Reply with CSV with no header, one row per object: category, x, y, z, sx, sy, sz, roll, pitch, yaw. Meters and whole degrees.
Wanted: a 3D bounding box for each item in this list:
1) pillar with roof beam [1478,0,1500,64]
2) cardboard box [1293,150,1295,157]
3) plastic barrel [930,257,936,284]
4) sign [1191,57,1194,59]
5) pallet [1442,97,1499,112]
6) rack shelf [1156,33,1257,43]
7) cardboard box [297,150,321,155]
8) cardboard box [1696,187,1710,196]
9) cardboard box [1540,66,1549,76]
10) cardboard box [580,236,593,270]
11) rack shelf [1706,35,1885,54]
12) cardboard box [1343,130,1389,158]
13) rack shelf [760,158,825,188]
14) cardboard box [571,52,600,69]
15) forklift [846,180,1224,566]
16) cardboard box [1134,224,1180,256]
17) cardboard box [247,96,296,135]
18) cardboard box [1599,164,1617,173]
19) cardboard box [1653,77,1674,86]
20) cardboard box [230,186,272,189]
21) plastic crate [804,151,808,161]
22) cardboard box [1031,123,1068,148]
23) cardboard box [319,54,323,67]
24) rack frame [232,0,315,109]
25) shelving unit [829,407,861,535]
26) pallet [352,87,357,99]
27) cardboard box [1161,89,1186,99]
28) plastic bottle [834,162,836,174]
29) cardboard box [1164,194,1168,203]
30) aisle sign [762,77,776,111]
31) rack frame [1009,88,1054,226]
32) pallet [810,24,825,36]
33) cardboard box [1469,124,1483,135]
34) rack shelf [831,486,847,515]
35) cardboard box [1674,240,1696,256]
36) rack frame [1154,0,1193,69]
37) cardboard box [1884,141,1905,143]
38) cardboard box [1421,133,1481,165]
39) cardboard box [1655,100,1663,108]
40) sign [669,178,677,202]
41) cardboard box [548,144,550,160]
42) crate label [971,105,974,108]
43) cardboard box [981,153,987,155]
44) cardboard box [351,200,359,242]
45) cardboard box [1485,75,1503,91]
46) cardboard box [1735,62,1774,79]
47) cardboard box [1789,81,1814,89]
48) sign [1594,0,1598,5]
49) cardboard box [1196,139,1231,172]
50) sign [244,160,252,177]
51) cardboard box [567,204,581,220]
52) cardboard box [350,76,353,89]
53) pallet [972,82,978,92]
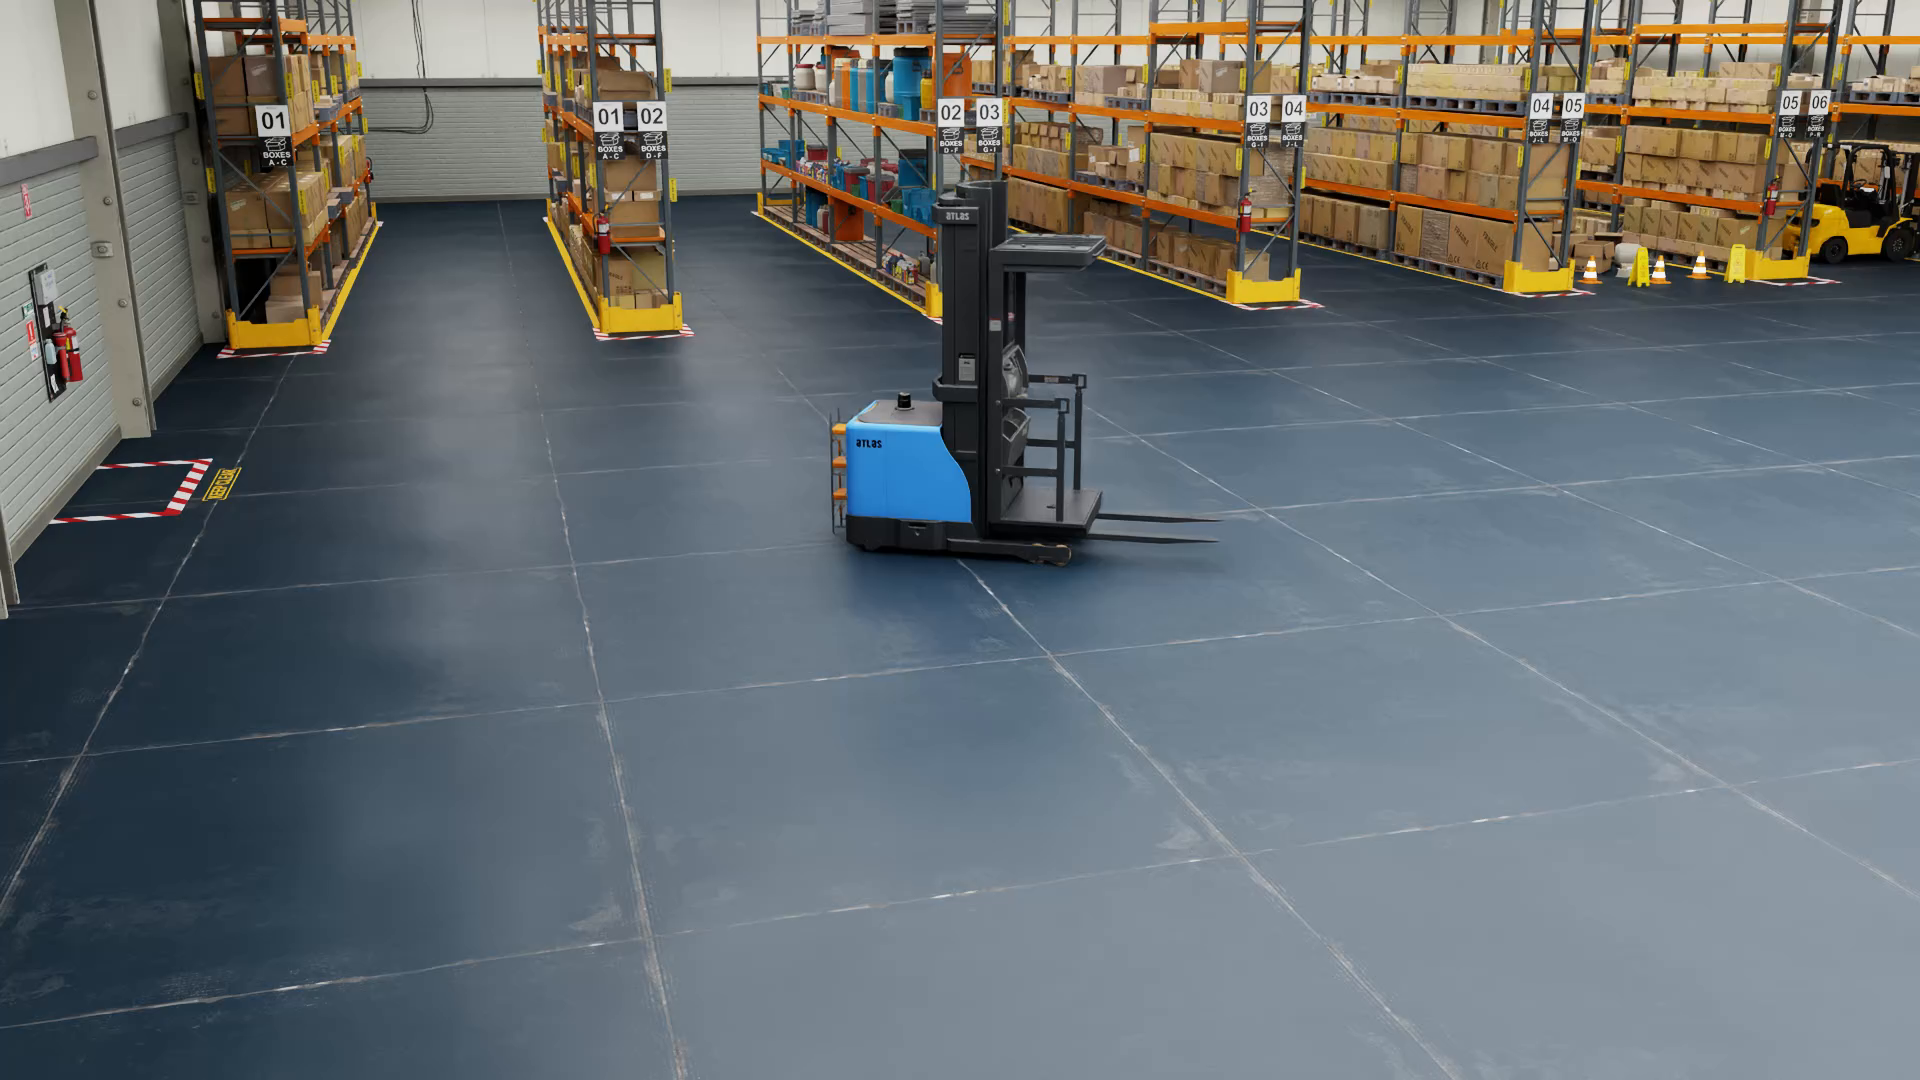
pillar with roof beam,10.787,-14.231,45.686,9.100,9.000,0.400,-5,17,-15
cardboard box,6.922,-8.179,35.158,0.380,0.149,0.250,-4,17,-14
plastic barrel,-0.257,-4.211,26.352,0.421,0.512,0.421,0,17,0
sign,5.836,-11.967,41.825,0.100,0.325,0.005,-5,17,-15
pallet,9.142,-7.579,28.910,1.003,0.211,1.213,-5,17,-15
rack shelf,5.847,-12.042,39.656,1.077,0.370,4.000,-5,17,-15
cardboard box,-11.465,-6.793,29.285,0.380,0.149,0.250,-7,18,-22
cardboard box,13.699,-6.376,30.402,0.380,0.149,0.250,-5,17,-16
cardboard box,9.841,-7.777,27.560,0.380,0.149,0.250,-5,17,-15
cardboard box,-5.901,-4.693,27.108,0.500,0.500,0.500,-5,17,-15
rack shelf,17.549,-10.452,35.052,1.077,0.370,4.000,-5,17,-15
cardboard box,8.034,-7.834,32.908,0.700,0.500,0.500,-5,17,-16
rack shelf,-3.712,-8.415,38.002,1.077,0.370,4.000,-5,17,-15
cardboard box,-6.941,-8.794,30.887,0.500,0.500,0.500,-5,17,-15
forklift,0.633,-1.366,13.403,3.031,2.935,1.130,3,17,11
cardboard box,3.650,-5.570,30.861,0.700,0.500,0.500,-6,18,-20
cardboard box,-9.242,-5.710,22.324,0.500,0.500,0.500,-4,17,-14
cardboard box,12.920,-7.370,32.979,0.380,0.149,0.250,-4,17,-14
cardboard box,13.263,-8.610,31.239,0.380,0.149,0.250,-5,18,-17
cardboard box,-9.853,-4.654,23.154,0.500,0.500,0.500,-4,17,-15
plastic crate,-3.405,-8.615,37.520,0.437,0.282,0.530,-5,17,-15
cardboard box,1.961,-8.759,35.981,0.797,0.503,0.637,-5,17,-15
cardboard box,-12.572,-9.223,31.988,0.500,0.250,0.500,-3,17,-11
rack frame,-10.489,-8.083,25.220,1.000,3.000,0.127,-5,17,-15
shelving unit,-0.959,-0.577,14.048,0.215,1.050,0.252,3,17,11
pallet,-13.234,-9.381,34.908,1.003,0.211,1.213,-5,17,-15
cardboard box,3.730,-7.758,28.919,0.380,0.149,0.250,-6,18,-18
plastic bottle,-2.619,-7.806,34.947,0.097,0.271,0.097,0,17,0
cardboard box,3.798,-5.976,29.069,0.380,0.149,0.250,-5,17,-15
aisle sign,-4.567,-10.554,39.355,0.394,0.787,0.004,-5,17,-15
rack frame,1.600,-8.598,37.361,1.000,3.000,0.127,-5,17,-15
pallet,-2.232,-9.893,32.268,1.213,0.211,1.003,-5,17,-15
cardboard box,11.685,-9.065,37.005,0.500,0.500,0.500,-4,17,-14
rack shelf,-0.959,-0.301,14.131,0.215,0.259,0.240,3,17,11
cardboard box,13.661,-5.437,30.887,0.500,0.250,0.500,-5,18,-17
rack frame,5.297,-12.942,41.393,1.000,3.000,0.127,-5,17,-15
cardboard box,18.591,-7.854,33.065,0.380,0.149,0.250,-5,17,-16
cardboard box,8.926,-7.090,30.205,0.875,0.550,0.550,-5,17,-15
cardboard box,13.369,-8.242,31.400,0.380,0.149,0.250,-5,17,-15
sign,-4.093,-4.991,23.711,0.100,0.325,0.005,-5,17,-15
cardboard box,-8.875,-8.545,37.011,0.500,0.500,0.500,-5,17,-15
crate label,-0.061,-6.796,26.407,0.502,0.251,0.408,-5,17,-15
cardboard box,0.805,-9.194,39.090,0.500,0.250,0.500,-5,17,-16
cardboard box,-12.137,-6.179,32.316,0.750,0.750,0.750,-4,17,-14
cardboard box,9.155,-7.651,27.833,0.500,0.250,0.500,-5,17,-15
cardboard box,17.199,-10.050,35.905,0.700,0.500,0.500,-5,17,-16
cardboard box,14.525,-7.875,28.790,0.380,0.149,0.250,-5,17,-16
sign,15.373,-13.095,40.144,0.100,0.325,0.005,-5,17,-15
cardboard box,4.231,-6.357,27.471,0.500,0.500,0.500,-5,17,-15
sign,-11.022,-5.720,25.767,0.100,0.325,0.005,-5,17,-15
cardboard box,-7.329,-6.337,32.112,0.500,0.250,0.500,-4,17,-13
cardboard box,-12.751,-9.391,34.143,0.500,0.250,0.500,-5,17,-16
pallet,0.715,-10.894,39.945,1.003,0.211,1.213,-5,17,-15
